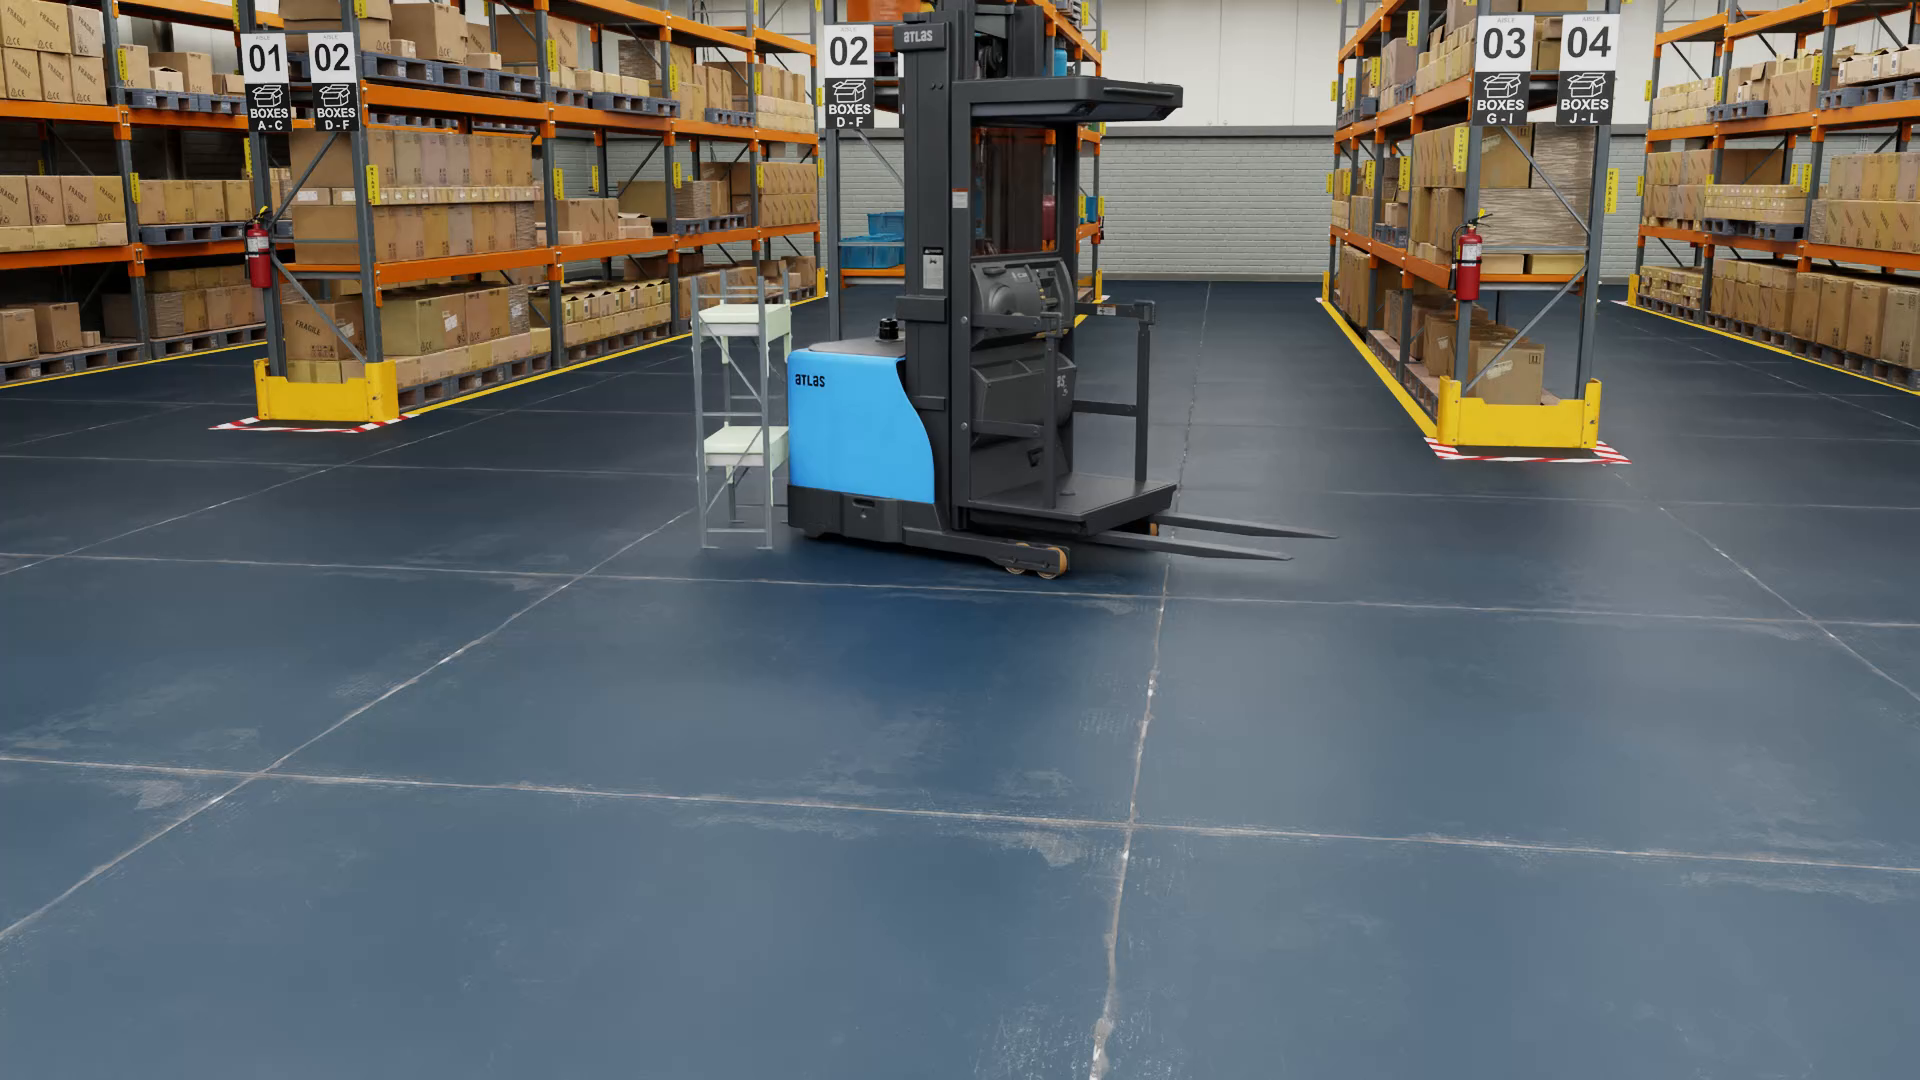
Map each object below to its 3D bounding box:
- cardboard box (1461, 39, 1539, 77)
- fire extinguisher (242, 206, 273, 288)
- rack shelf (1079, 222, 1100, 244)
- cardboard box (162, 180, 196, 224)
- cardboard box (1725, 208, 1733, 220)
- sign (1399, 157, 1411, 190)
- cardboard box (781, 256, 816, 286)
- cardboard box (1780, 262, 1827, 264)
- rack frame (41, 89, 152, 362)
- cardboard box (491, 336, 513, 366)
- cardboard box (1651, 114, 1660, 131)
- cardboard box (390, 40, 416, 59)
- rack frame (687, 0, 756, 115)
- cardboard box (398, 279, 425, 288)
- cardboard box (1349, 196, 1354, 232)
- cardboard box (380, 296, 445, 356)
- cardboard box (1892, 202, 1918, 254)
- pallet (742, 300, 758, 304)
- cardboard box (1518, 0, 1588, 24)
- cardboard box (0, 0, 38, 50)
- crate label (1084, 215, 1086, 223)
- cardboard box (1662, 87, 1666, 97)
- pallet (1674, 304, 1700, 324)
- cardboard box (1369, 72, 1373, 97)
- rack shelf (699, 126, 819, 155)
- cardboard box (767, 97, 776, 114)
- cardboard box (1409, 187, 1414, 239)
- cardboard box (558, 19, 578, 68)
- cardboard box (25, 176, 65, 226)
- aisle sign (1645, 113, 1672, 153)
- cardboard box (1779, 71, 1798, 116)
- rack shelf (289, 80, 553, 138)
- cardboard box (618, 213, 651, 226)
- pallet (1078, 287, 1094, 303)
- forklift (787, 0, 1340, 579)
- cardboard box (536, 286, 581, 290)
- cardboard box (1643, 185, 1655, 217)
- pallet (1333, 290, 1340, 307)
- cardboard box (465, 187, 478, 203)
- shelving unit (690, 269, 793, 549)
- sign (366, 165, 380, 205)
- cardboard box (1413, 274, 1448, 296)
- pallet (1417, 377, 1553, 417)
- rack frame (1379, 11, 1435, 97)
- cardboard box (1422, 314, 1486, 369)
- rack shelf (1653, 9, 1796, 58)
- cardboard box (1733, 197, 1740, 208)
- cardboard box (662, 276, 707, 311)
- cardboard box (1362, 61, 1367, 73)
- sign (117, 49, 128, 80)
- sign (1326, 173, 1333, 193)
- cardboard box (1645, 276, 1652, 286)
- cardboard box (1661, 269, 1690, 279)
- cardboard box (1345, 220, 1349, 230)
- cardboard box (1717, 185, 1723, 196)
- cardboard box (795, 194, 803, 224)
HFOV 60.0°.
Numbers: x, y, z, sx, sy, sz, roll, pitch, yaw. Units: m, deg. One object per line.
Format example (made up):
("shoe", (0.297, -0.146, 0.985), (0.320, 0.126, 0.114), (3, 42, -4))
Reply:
("cardboard box", (4.152, -3.709, 12.818), (0.500, 0.250, 0.500), (2, 12, 10))
("fire extinguisher", (-5.936, -2.481, 14.071), (0.296, 0.674, 0.183), (2, 12, 9))
("rack shelf", (1.588, -4.930, 26.958), (1.077, 0.370, 4.000), (2, 12, 9))
("cardboard box", (-9.534, -4.006, 19.680), (0.700, 0.500, 0.500), (3, 13, 14))
("cardboard box", (10.387, -4.324, 22.035), (0.380, 0.149, 0.250), (1, 12, 6))
("sign", (4.395, -3.623, 16.436), (0.100, 0.325, 0.005), (2, 12, 9))
("cardboard box", (-2.838, -4.731, 29.217), (0.500, 0.500, 0.500), (2, 12, 9))
("cardboard box", (11.036, -3.493, 21.737), (0.500, 0.250, 0.500), (1, 12, 6))
("rack frame", (-9.739, -3.521, 18.712), (1.000, 3.000, 0.127), (2, 12, 9))
("cardboard box", (-4.848, -1.911, 16.769), (0.500, 0.250, 0.500), (2, 12, 9))
("cardboard box", (11.354, -6.664, 26.530), (0.500, 0.250, 0.500), (2, 12, 11))
("cardboard box", (-5.104, -4.385, 14.869), (0.380, 0.149, 0.250), (2, 12, 9))
("rack frame", (-3.613, -7.959, 25.066), (1.000, 3.000, 0.127), (2, 12, 9))
("cardboard box", (-8.614, -4.016, 25.115), (0.750, 0.750, 0.750), (2, 12, 10))
("cardboard box", (5.857, -4.666, 23.788), (0.500, 0.500, 0.500), (2, 12, 9))
("cardboard box", (-5.082, -1.965, 15.241), (0.500, 0.500, 0.500), (2, 12, 9))
("cardboard box", (9.723, -3.129, 16.656), (0.500, 0.500, 0.500), (2, 12, 8))
("pallet", (-3.701, -3.493, 25.201), (1.003, 0.211, 1.213), (2, 12, 9))
("cardboard box", (4.824, -4.412, 13.597), (0.500, 0.500, 0.500), (2, 12, 8))
("cardboard box", (-9.692, -5.198, 16.716), (0.500, 0.500, 0.500), (1, 12, 7))
("crate label", (1.872, -5.304, 27.470), (0.396, 0.136, 0.243), (2, 12, 9))
("cardboard box", (11.230, -7.022, 26.057), (0.380, 0.149, 0.250), (2, 12, 9))
("pallet", (11.128, -3.301, 24.310), (1.003, 0.211, 1.213), (2, 12, 9))
("cardboard box", (6.095, -6.304, 23.273), (0.700, 0.500, 0.500), (2, 12, 10))
("rack shelf", (-3.306, -6.558, 27.390), (1.077, 0.370, 4.000), (2, 12, 9))
("cardboard box", (-3.218, -6.861, 26.261), (0.500, 0.250, 0.500), (2, 12, 9))
("cardboard box", (4.814, -3.142, 16.011), (0.875, 0.500, 0.500), (2, 12, 9))
("cardboard box", (-4.645, -5.573, 18.691), (0.500, 0.500, 0.500), (3, 13, 14))
("cardboard box", (-9.665, -3.507, 17.176), (0.500, 0.500, 0.500), (2, 12, 7))
("aisle sign", (11.390, -6.652, 27.067), (0.394, 0.787, 0.004), (2, 12, 9))
("cardboard box", (10.346, -5.437, 20.246), (0.500, 0.500, 0.500), (2, 12, 9))
("rack shelf", (-5.151, -4.060, 15.799), (1.077, 0.370, 4.000), (2, 12, 9))
("cardboard box", (-4.328, -4.076, 21.499), (0.500, 0.311, 0.500), (3, 12, 12))
("pallet", (1.731, -4.165, 28.317), (1.003, 0.211, 1.213), (2, 12, 9))
("forklift", (0.516, -1.359, 8.842), (3.031, 2.935, 1.130), (8, 15, 33))
("cardboard box", (-4.831, -2.907, 20.062), (0.500, 0.311, 0.500), (2, 12, 8))
("cardboard box", (11.333, -5.466, 26.792), (0.500, 0.500, 0.500), (2, 12, 11))
("pallet", (6.744, -4.005, 27.579), (1.003, 0.211, 1.213), (2, 12, 9))
("cardboard box", (-4.908, -3.344, 16.114), (0.380, 0.149, 0.250), (2, 12, 11))
("shelving unit", (-1.218, -0.762, 9.461), (0.431, 1.500, 0.755), (0, 12, 4))
("sign", (-4.911, -2.971, 13.918), (0.100, 0.325, 0.005), (2, 12, 9))
("cardboard box", (5.414, -2.981, 19.314), (0.500, 0.250, 0.500), (3, 13, 15))
("pallet", (4.691, -1.281, 14.936), (1.003, 0.211, 1.213), (2, 12, 9))
("rack frame", (5.559, -6.805, 19.710), (1.000, 3.000, 0.127), (2, 12, 9))
("cardboard box", (4.843, -1.941, 16.317), (0.500, 0.500, 0.500), (1, 12, 7))
("rack shelf", (11.368, -7.519, 24.738), (1.077, 0.370, 4.000), (2, 12, 9))
("cardboard box", (10.348, -4.411, 21.733), (0.380, 0.149, 0.250), (2, 12, 8))
("cardboard box", (-3.801, -3.382, 22.955), (0.500, 0.500, 0.500), (1, 12, 7))
("cardboard box", (6.469, -7.253, 25.659), (0.500, 0.250, 0.500), (1, 12, 7))
("sign", (-9.202, -5.224, 18.267), (0.100, 0.325, 0.005), (2, 12, 9))
("sign", (6.242, -6.019, 28.059), (0.100, 0.325, 0.005), (2, 12, 9))
("cardboard box", (11.243, -4.157, 26.727), (0.380, 0.149, 0.250), (2, 12, 8))
("cardboard box", (11.162, -4.139, 25.937), (0.380, 0.149, 0.250), (2, 12, 11))
("cardboard box", (5.898, -4.656, 24.576), (0.380, 0.149, 0.250), (2, 12, 9))
("cardboard box", (10.466, -4.718, 22.453), (0.380, 0.149, 0.250), (2, 12, 9))
("cardboard box", (-2.957, -5.594, 28.095), (0.500, 0.500, 0.500), (2, 12, 9))
